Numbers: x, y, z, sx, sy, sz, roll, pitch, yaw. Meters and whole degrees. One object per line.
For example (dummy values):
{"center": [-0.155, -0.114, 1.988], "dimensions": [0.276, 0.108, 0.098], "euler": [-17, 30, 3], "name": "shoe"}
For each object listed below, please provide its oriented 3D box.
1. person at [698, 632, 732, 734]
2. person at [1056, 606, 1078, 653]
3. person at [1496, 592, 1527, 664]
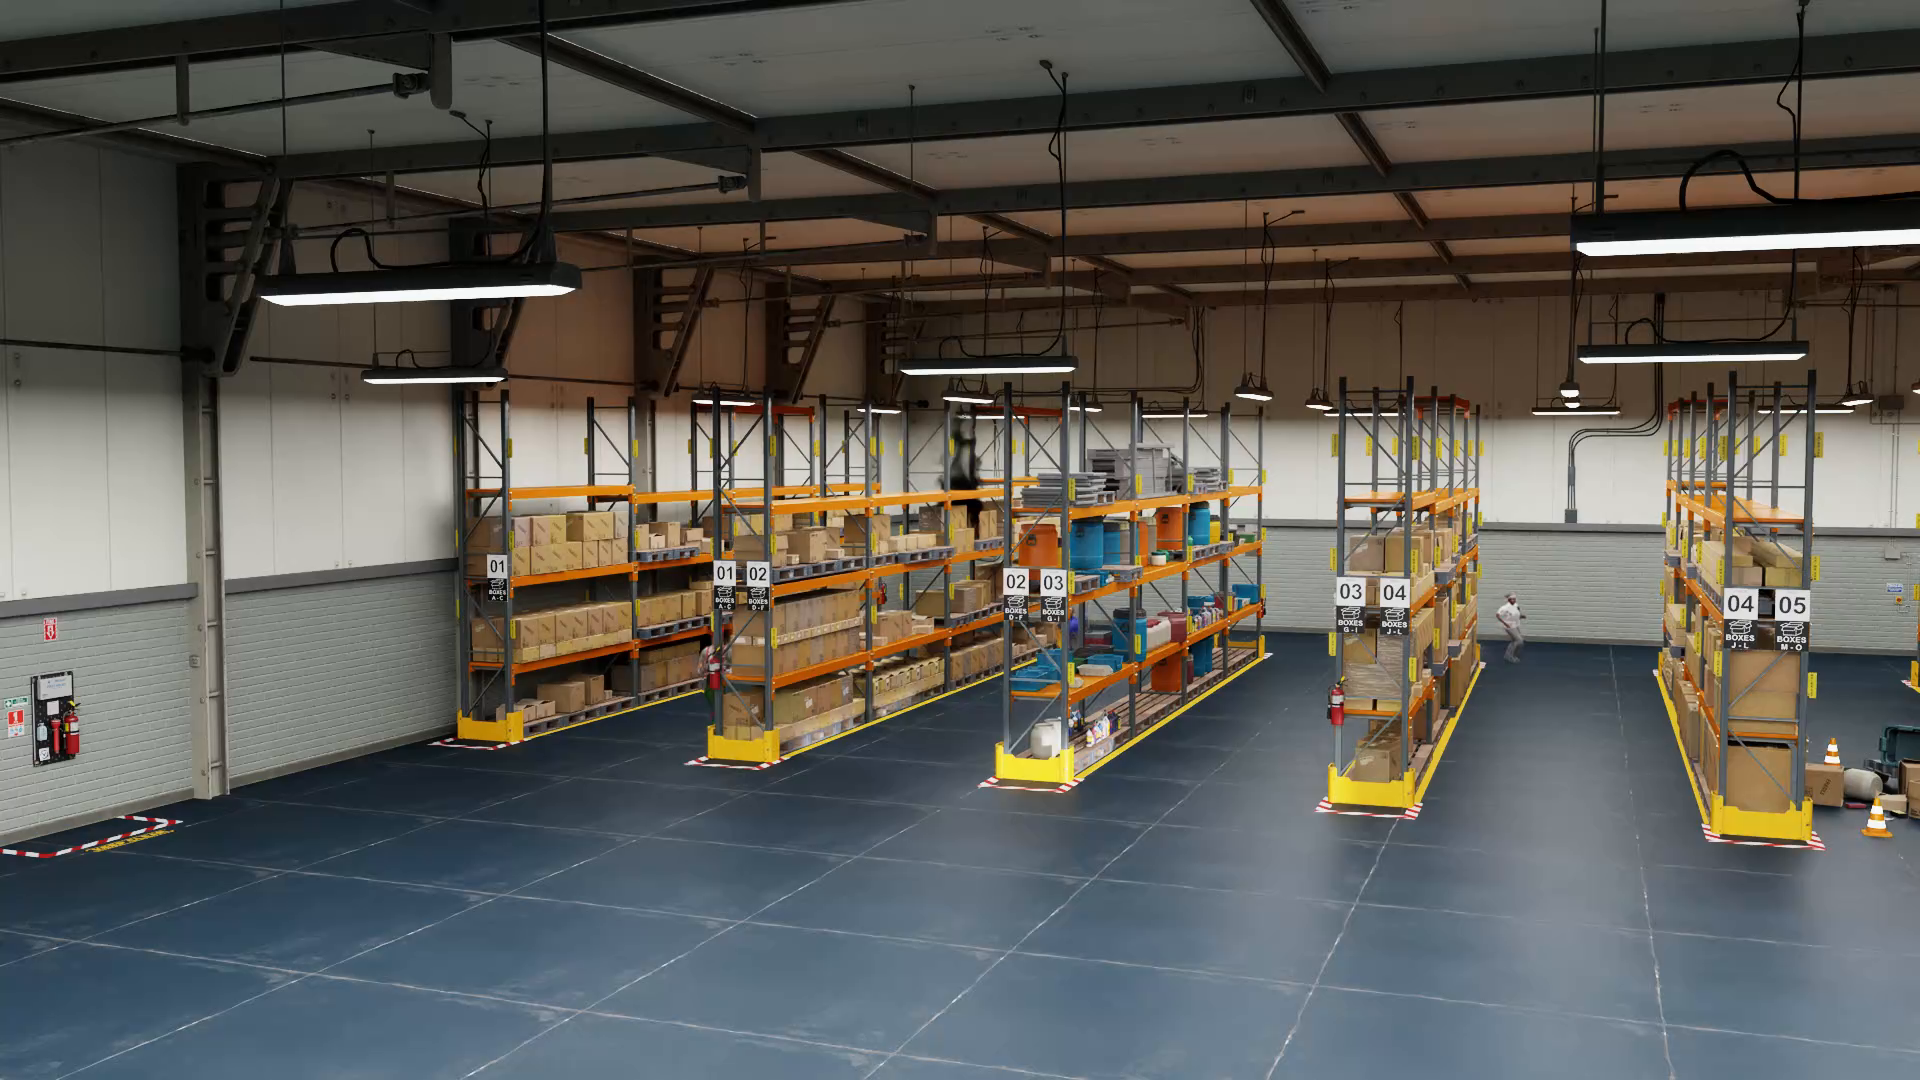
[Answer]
{"center": [-4.309, 2.494, 29.413], "dimensions": [0.658, 1.779, 0.928], "euler": [1, 3, 9], "name": "person"}
{"center": [2.314, 2.245, 35.342], "dimensions": [0.542, 1.677, 0.716], "euler": [0, 3, 4], "name": "person"}
{"center": [12.860, 2.055, 38.722], "dimensions": [0.599, 1.694, 0.661], "euler": [-3, 4, -40], "name": "person"}
